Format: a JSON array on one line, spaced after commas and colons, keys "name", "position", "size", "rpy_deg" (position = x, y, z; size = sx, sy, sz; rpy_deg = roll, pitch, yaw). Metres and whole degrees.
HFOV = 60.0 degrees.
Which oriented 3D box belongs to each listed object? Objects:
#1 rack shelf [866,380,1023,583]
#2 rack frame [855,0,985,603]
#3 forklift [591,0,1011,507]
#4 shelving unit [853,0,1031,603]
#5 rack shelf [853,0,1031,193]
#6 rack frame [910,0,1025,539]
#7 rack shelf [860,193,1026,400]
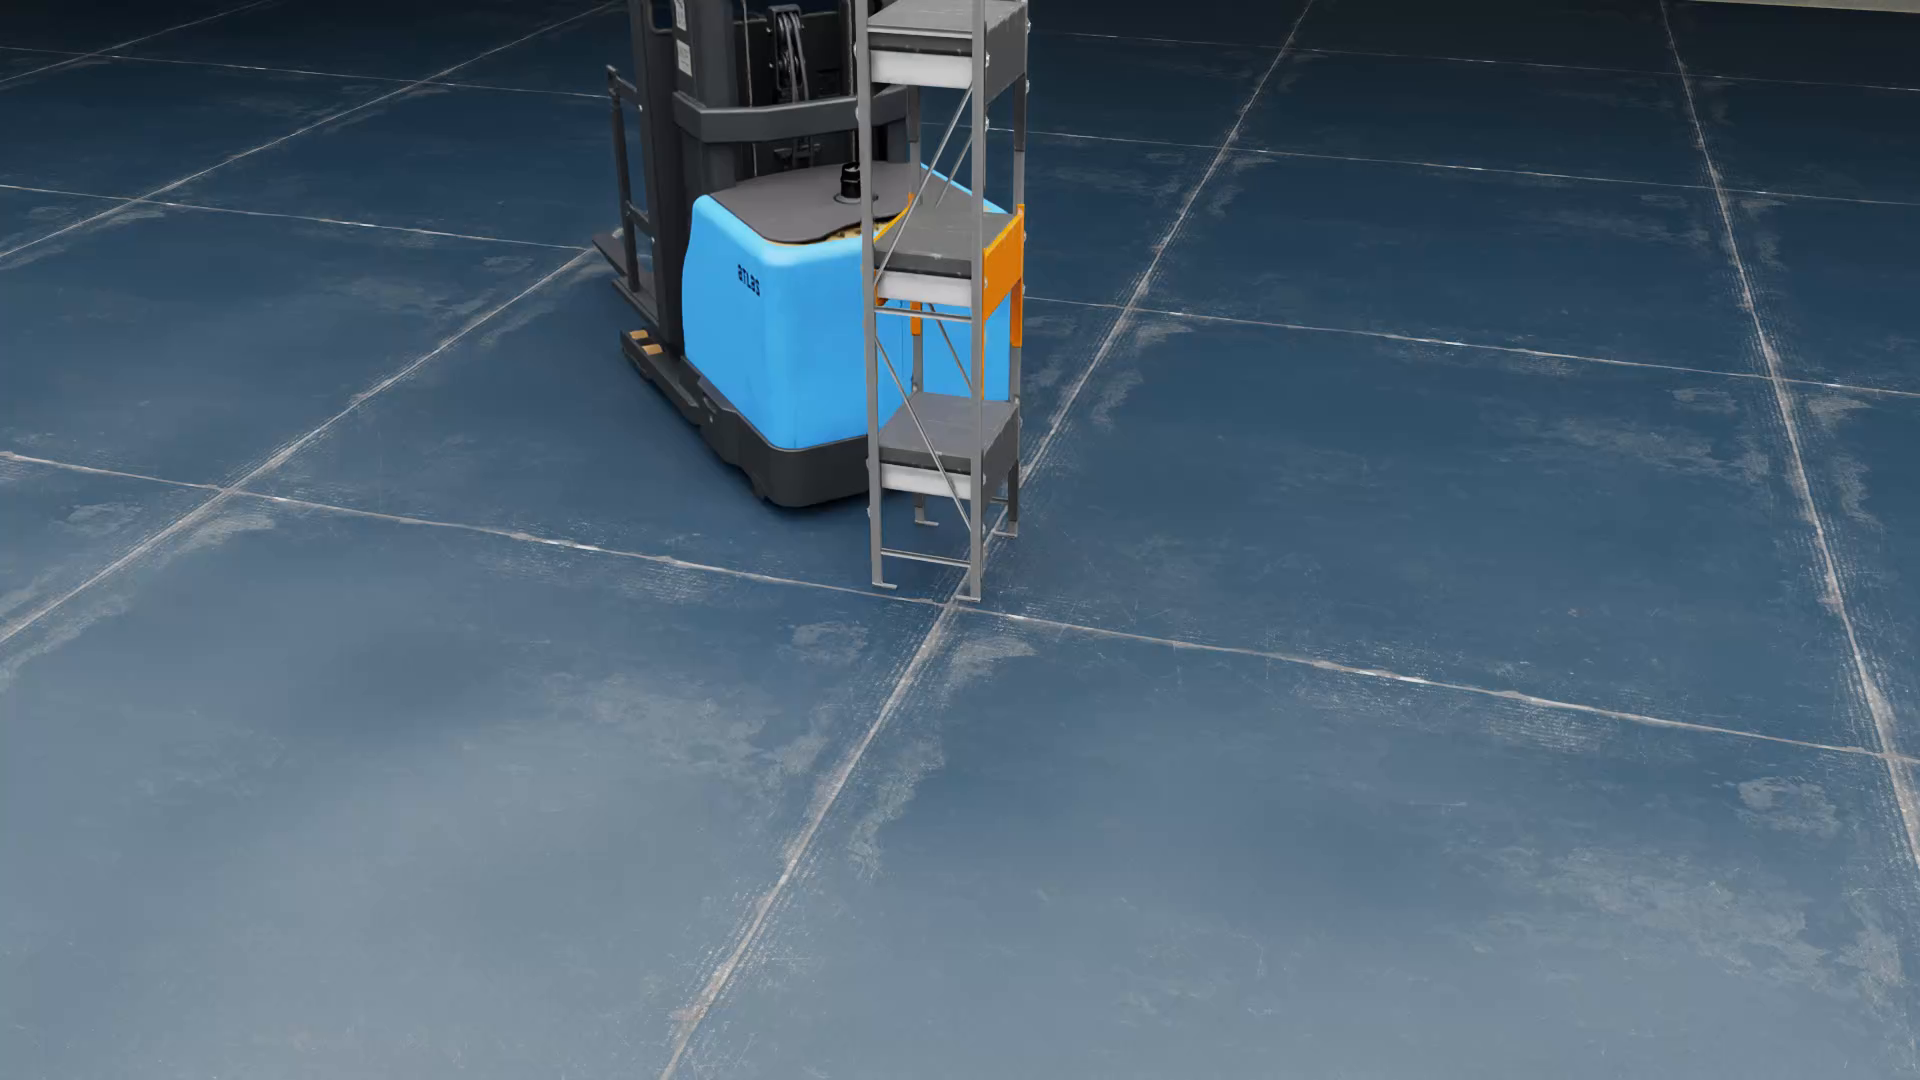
[{"name": "rack shelf", "position": [-0.049, -0.217, 5.948], "size": [0.431, 0.518, 0.480], "rpy_deg": [8, 30, 15]}, {"name": "rack frame", "position": [-0.120, -0.727, 5.397], "size": [0.400, 2.100, 0.015], "rpy_deg": [8, 30, 15]}, {"name": "forklift", "position": [-0.913, -2.094, 6.999], "size": [1.130, 2.935, 3.031], "rpy_deg": [-14, 32, -24]}, {"name": "shelving unit", "position": [-0.049, -0.841, 5.601], "size": [0.431, 2.100, 0.503], "rpy_deg": [8, 30, 15]}, {"name": "rack shelf", "position": [-0.049, -1.440, 5.268], "size": [0.431, 0.518, 0.480], "rpy_deg": [8, 30, 15]}, {"name": "rack frame", "position": [0.023, -0.954, 5.805], "size": [0.400, 2.100, 0.015], "rpy_deg": [8, 30, 15]}, {"name": "rack shelf", "position": [-0.049, -0.829, 5.608], "size": [0.431, 0.518, 0.480], "rpy_deg": [8, 30, 15]}]
